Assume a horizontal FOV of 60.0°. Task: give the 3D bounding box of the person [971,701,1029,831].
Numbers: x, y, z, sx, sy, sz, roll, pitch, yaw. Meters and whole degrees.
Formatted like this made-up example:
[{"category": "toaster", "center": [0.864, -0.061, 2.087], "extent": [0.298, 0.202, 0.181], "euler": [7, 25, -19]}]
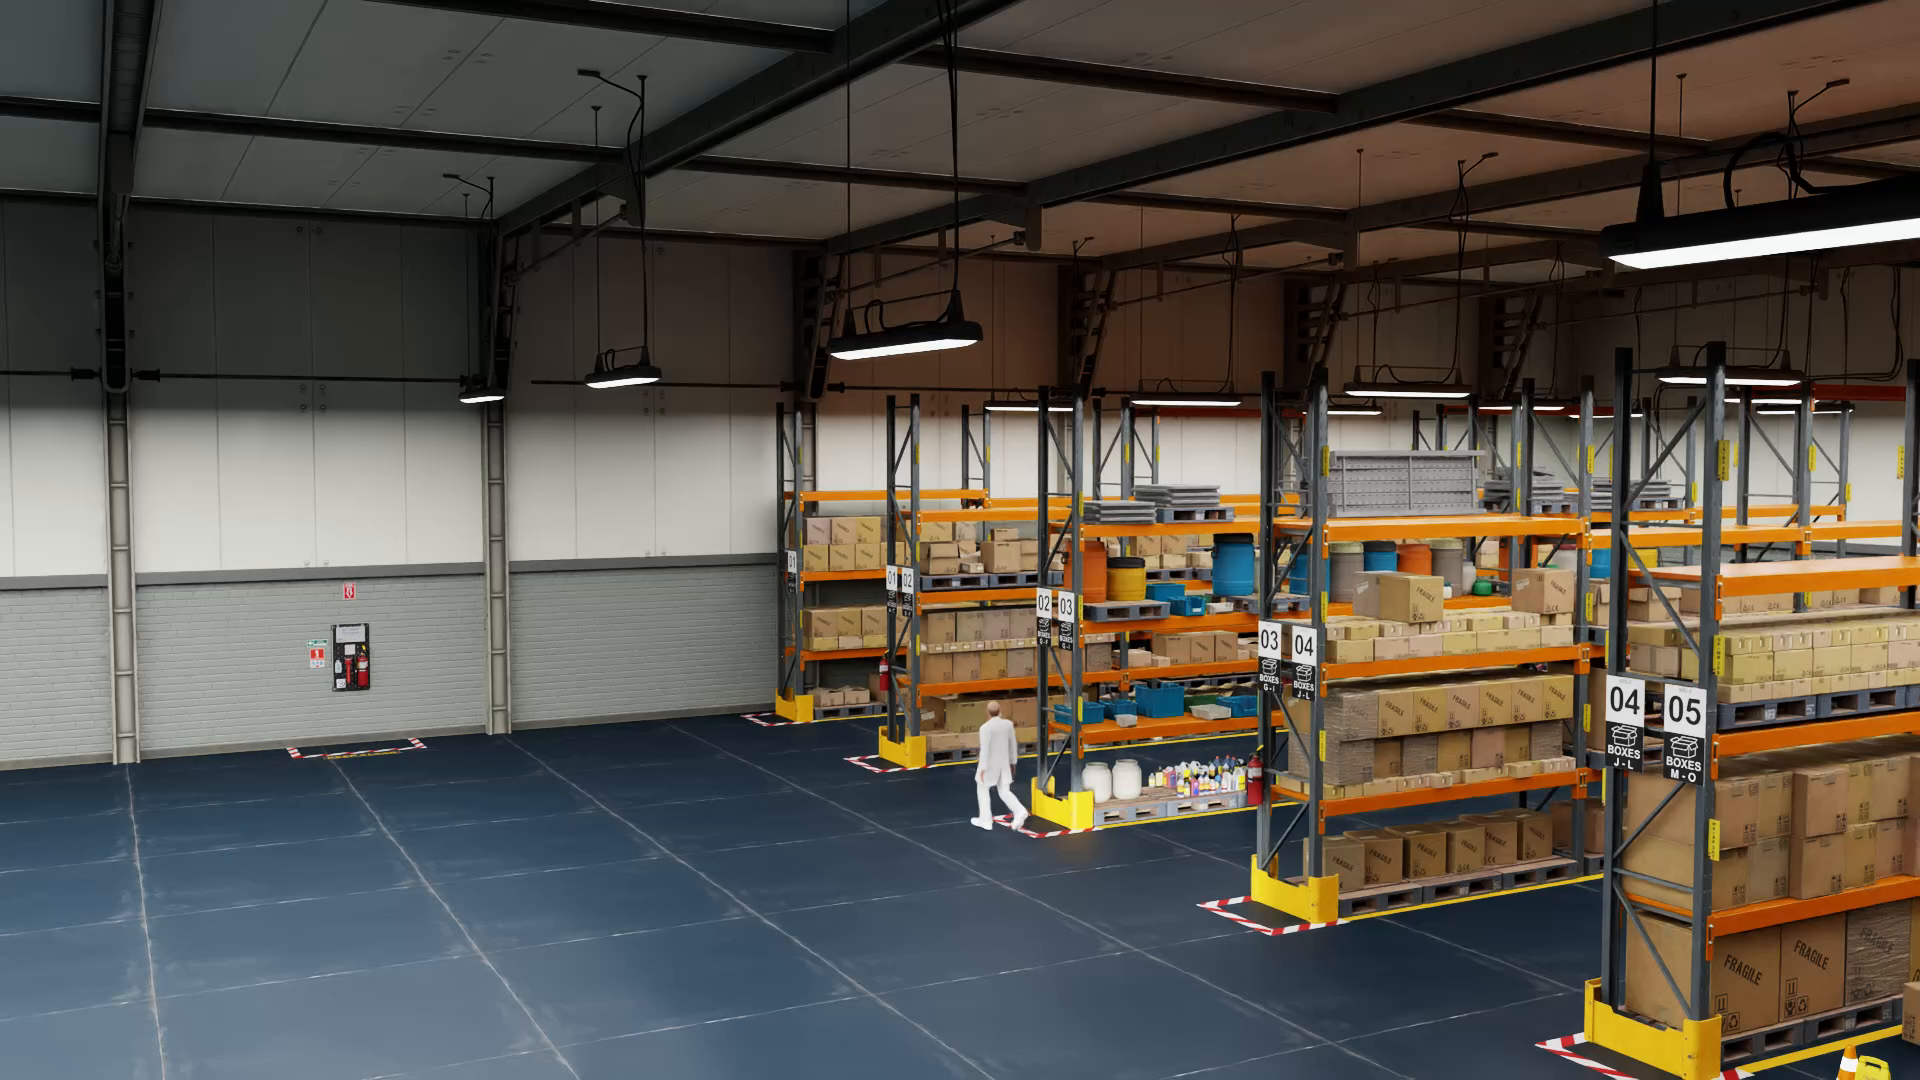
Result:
[{"category": "person", "center": [0.529, 3.026, 22.235], "extent": [0.637, 1.739, 1.001], "euler": [-2, 4, -35]}]
